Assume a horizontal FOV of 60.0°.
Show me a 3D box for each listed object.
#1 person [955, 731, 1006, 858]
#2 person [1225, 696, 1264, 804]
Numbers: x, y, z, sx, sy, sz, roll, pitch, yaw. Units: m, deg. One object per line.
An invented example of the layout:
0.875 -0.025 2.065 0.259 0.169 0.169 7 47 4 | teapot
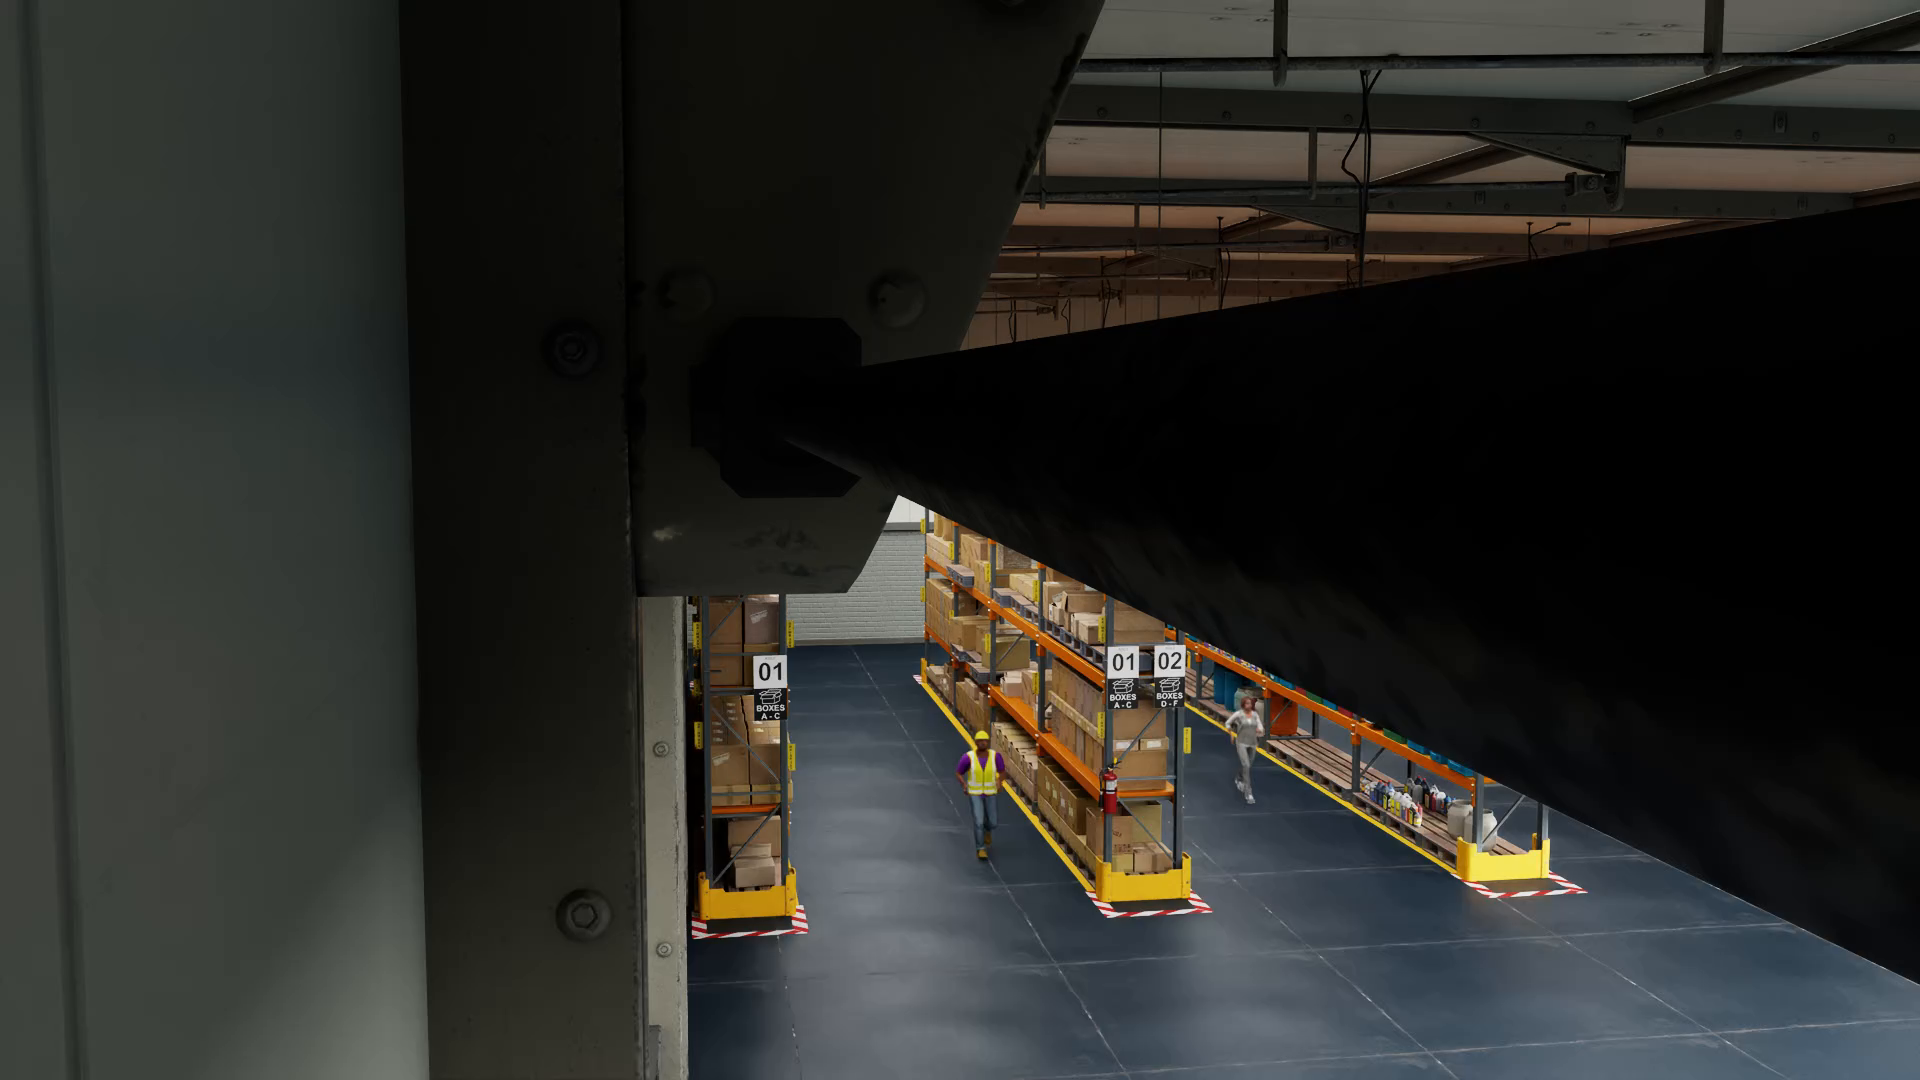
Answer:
0.293 3.466 22.813 0.700 1.719 0.625 -1 5 -7 | person
4.459 3.230 25.949 0.526 1.612 0.842 -2 5 -17 | person
